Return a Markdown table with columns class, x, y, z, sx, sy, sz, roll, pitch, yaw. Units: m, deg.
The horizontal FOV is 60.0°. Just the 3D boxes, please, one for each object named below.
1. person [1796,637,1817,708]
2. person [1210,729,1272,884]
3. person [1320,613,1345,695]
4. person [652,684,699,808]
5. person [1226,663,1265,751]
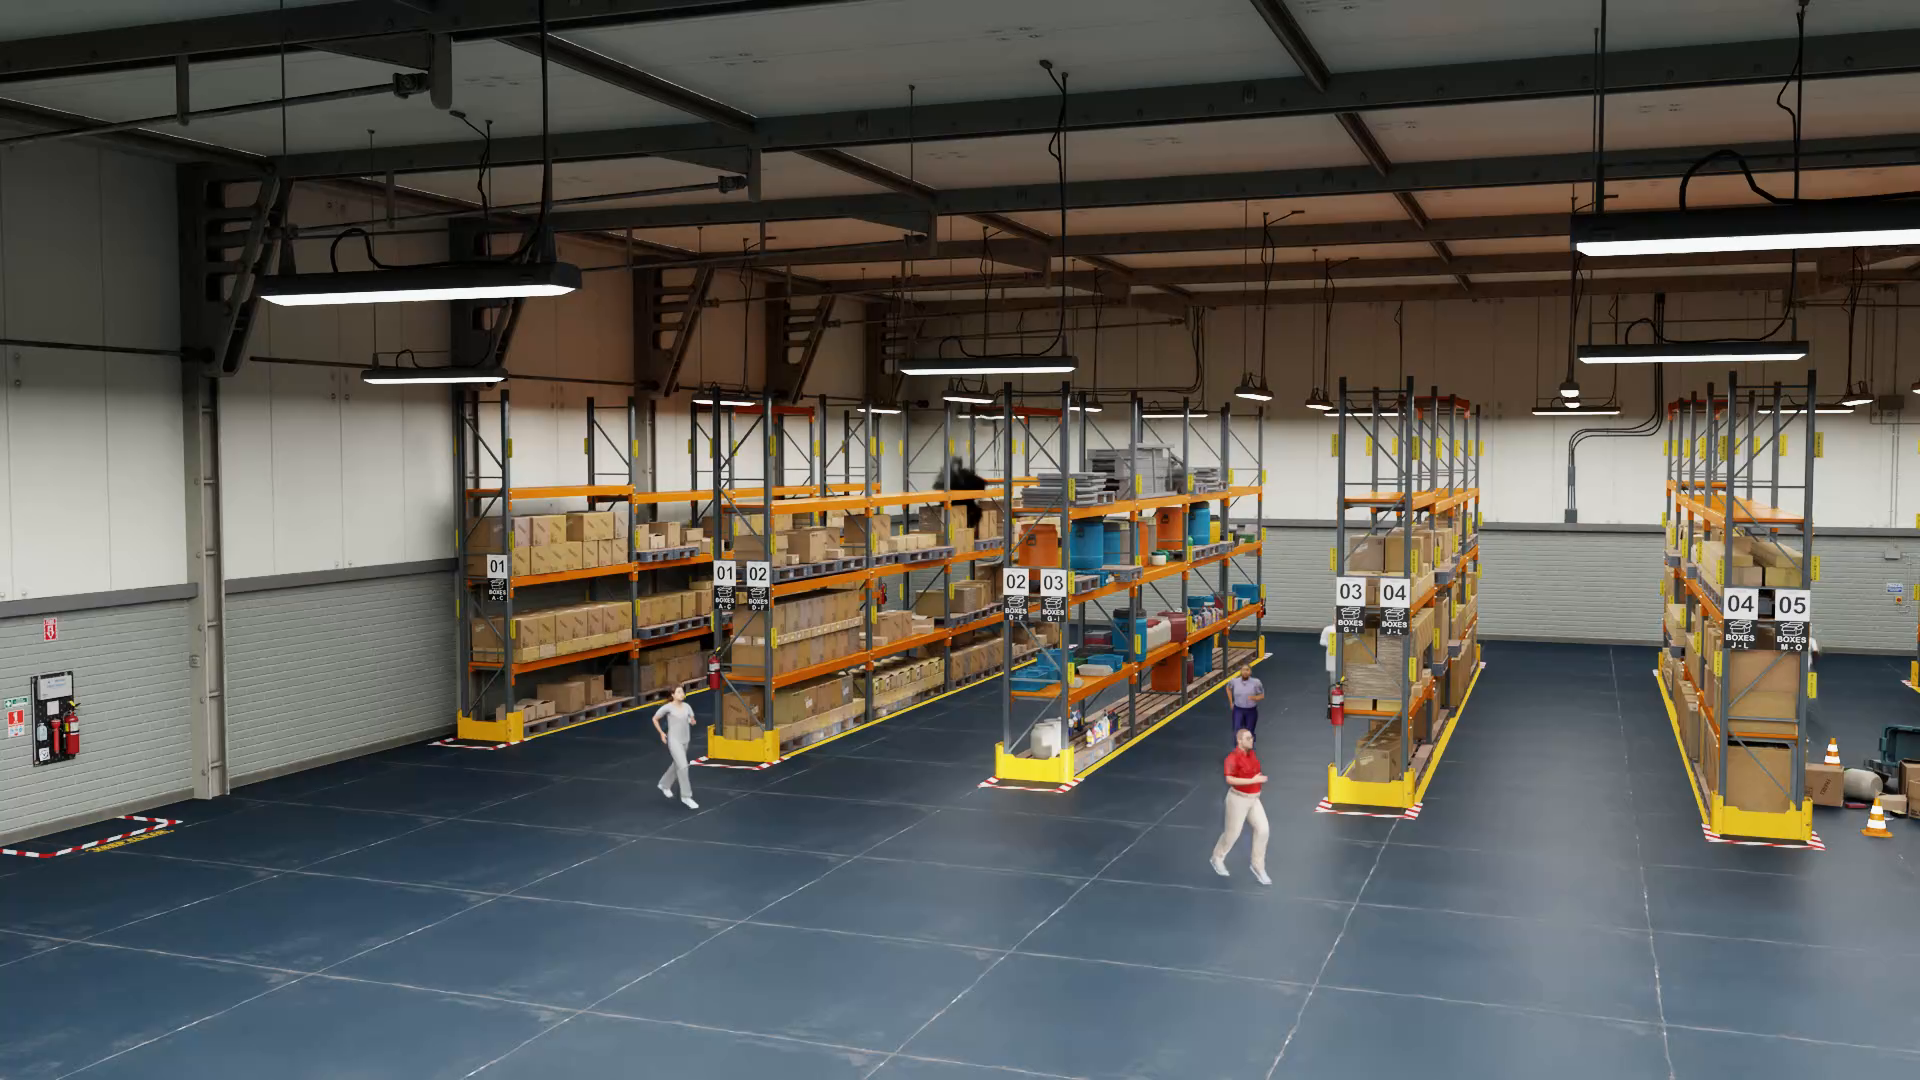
| class | x | y | z | sx | sy | sz | roll | pitch | yaw |
| --- | --- | --- | --- | --- | --- | --- | --- | --- | --- |
| person | 16.183 | 2.406 | 32.072 | 0.596 | 1.685 | 0.644 | 1 | 3 | 22 |
| person | 3.262 | 3.082 | 19.269 | 0.678 | 1.806 | 0.811 | -3 | 4 | -41 |
| person | 7.358 | 2.334 | 32.391 | 0.685 | 1.826 | 0.777 | 1 | 3 | 13 |
| person | -3.950 | 2.859 | 23.319 | 0.882 | 1.688 | 0.552 | 2 | 4 | 37 |
| person | 4.484 | 2.762 | 26.120 | 0.585 | 1.676 | 0.764 | 0 | 3 | 6 |
